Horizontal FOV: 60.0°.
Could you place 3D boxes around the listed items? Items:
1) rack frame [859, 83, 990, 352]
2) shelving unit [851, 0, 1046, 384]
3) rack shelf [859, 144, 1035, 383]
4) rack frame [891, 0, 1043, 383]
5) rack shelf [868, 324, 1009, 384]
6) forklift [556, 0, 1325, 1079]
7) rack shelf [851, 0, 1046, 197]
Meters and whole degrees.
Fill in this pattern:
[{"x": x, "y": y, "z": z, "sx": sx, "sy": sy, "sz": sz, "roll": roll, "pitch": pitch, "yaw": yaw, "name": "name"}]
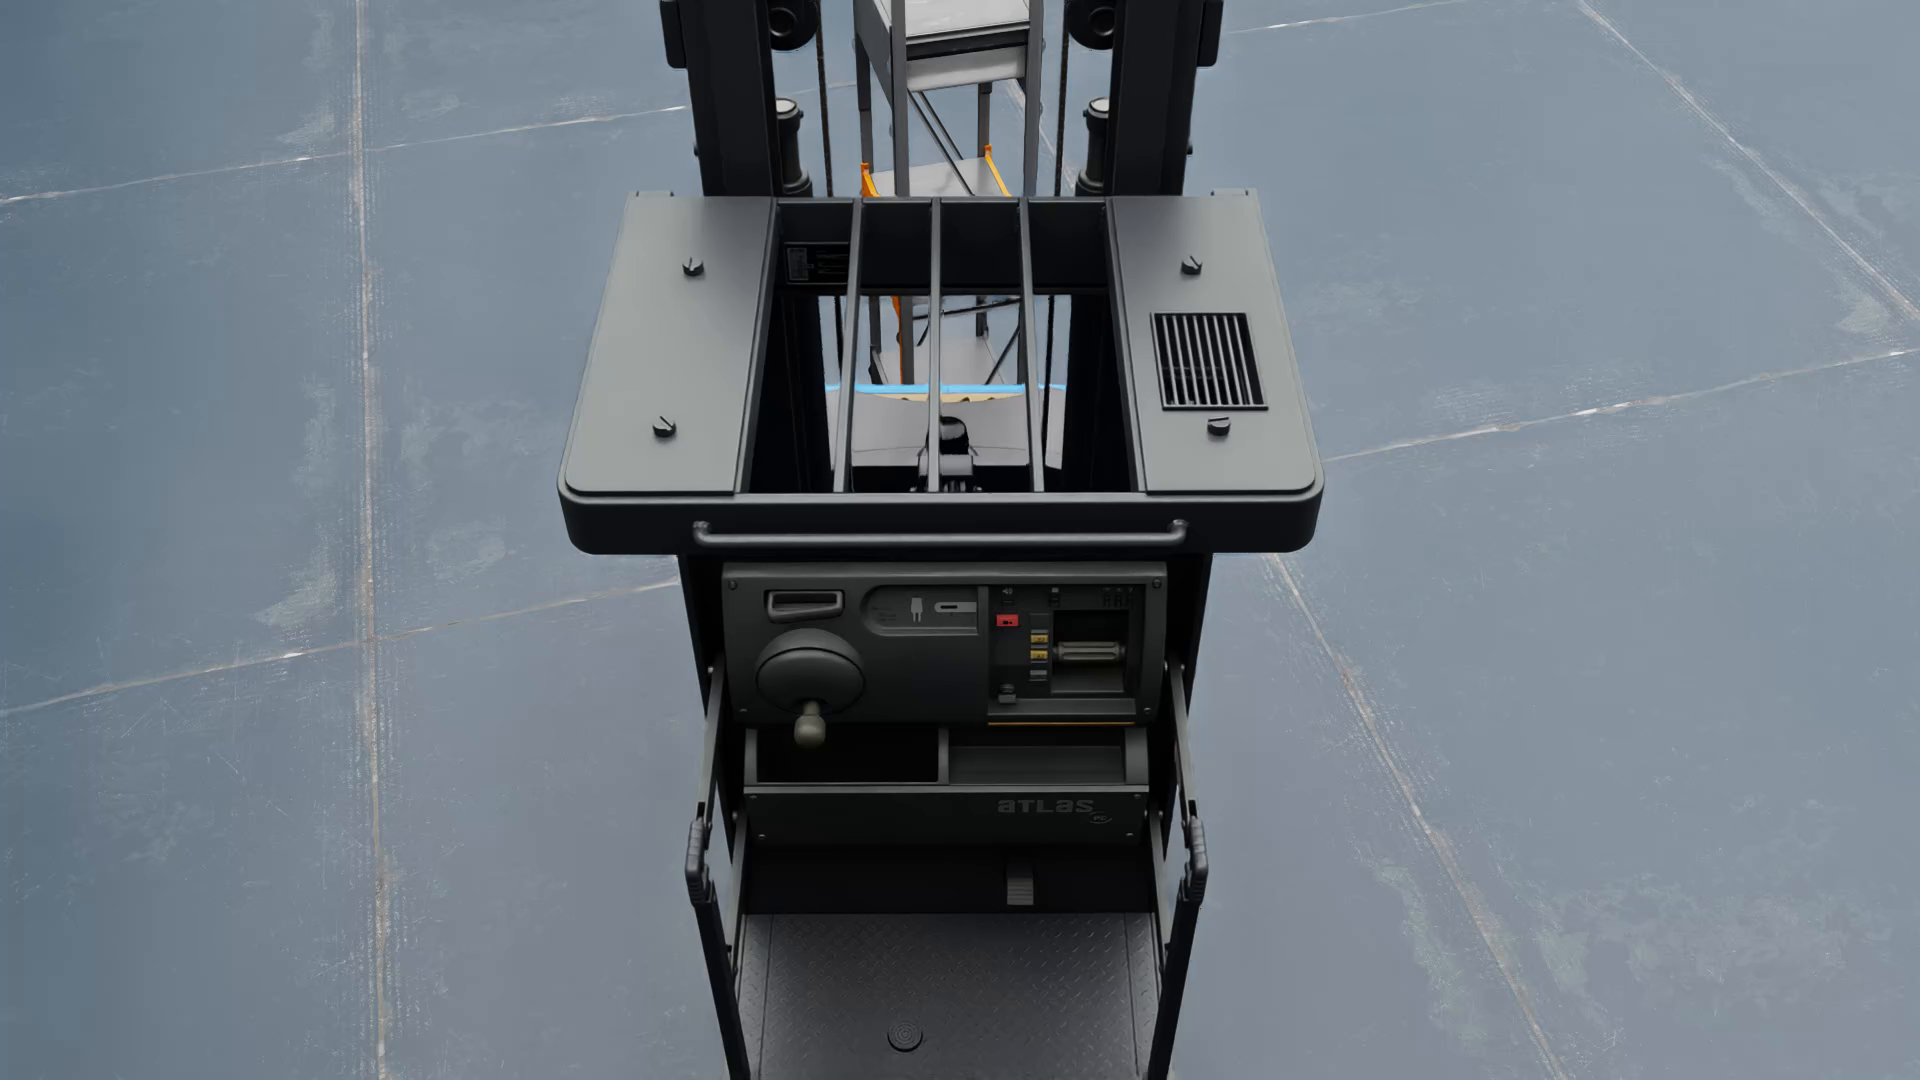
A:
[{"x": -0.105, "y": -1.018, "z": 5.277, "sx": 0.400, "sy": 2.100, "sz": 0.015, "roll": -11, "pitch": 47, "yaw": -10, "name": "rack frame"}, {"x": -0.042, "y": -0.849, "z": 5.112, "sx": 0.431, "sy": 2.100, "sz": 0.503, "roll": -11, "pitch": 47, "yaw": -10, "name": "shelving unit"}, {"x": -0.042, "y": -0.840, "z": 5.122, "sx": 0.431, "sy": 0.518, "sz": 0.480, "roll": -11, "pitch": 47, "yaw": -10, "name": "rack shelf"}, {"x": 0.020, "y": -0.681, "z": 4.947, "sx": 0.400, "sy": 2.100, "sz": 0.015, "roll": -11, "pitch": 47, "yaw": -10, "name": "rack frame"}, {"x": -0.042, "y": -0.350, "z": 5.622, "sx": 0.431, "sy": 0.518, "sz": 0.480, "roll": -11, "pitch": 47, "yaw": -10, "name": "rack shelf"}, {"x": -0.028, "y": 0.335, "z": 3.370, "sx": 1.130, "sy": 2.935, "sz": 3.031, "roll": 0, "pitch": 46, "yaw": 0, "name": "forklift"}, {"x": -0.042, "y": -1.330, "z": 4.622, "sx": 0.431, "sy": 0.518, "sz": 0.480, "roll": -11, "pitch": 47, "yaw": -10, "name": "rack shelf"}]
